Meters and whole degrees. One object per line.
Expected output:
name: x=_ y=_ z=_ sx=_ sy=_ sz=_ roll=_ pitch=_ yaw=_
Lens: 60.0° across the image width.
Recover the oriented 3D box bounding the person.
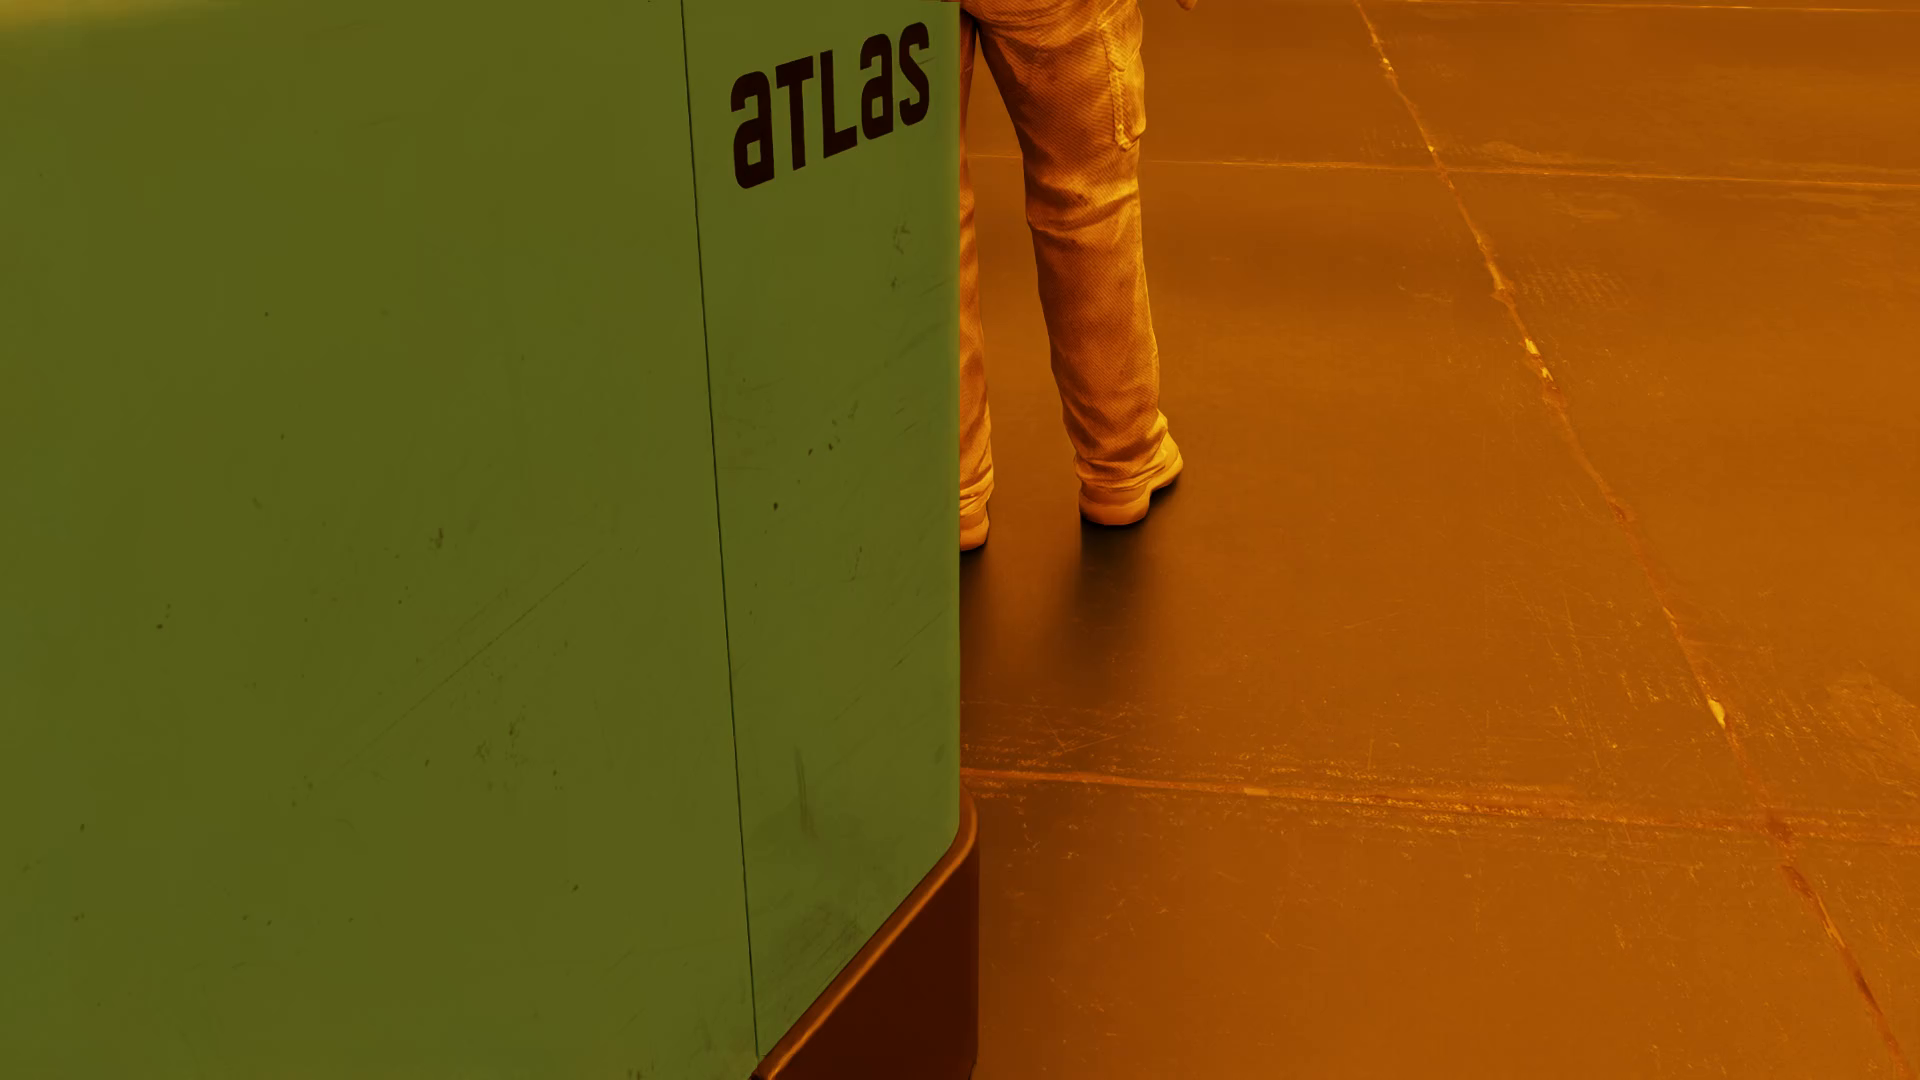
person: x=0.018 y=-0.836 z=2.161 sx=0.656 sy=1.781 sz=0.577 roll=3 pitch=27 yaw=7
